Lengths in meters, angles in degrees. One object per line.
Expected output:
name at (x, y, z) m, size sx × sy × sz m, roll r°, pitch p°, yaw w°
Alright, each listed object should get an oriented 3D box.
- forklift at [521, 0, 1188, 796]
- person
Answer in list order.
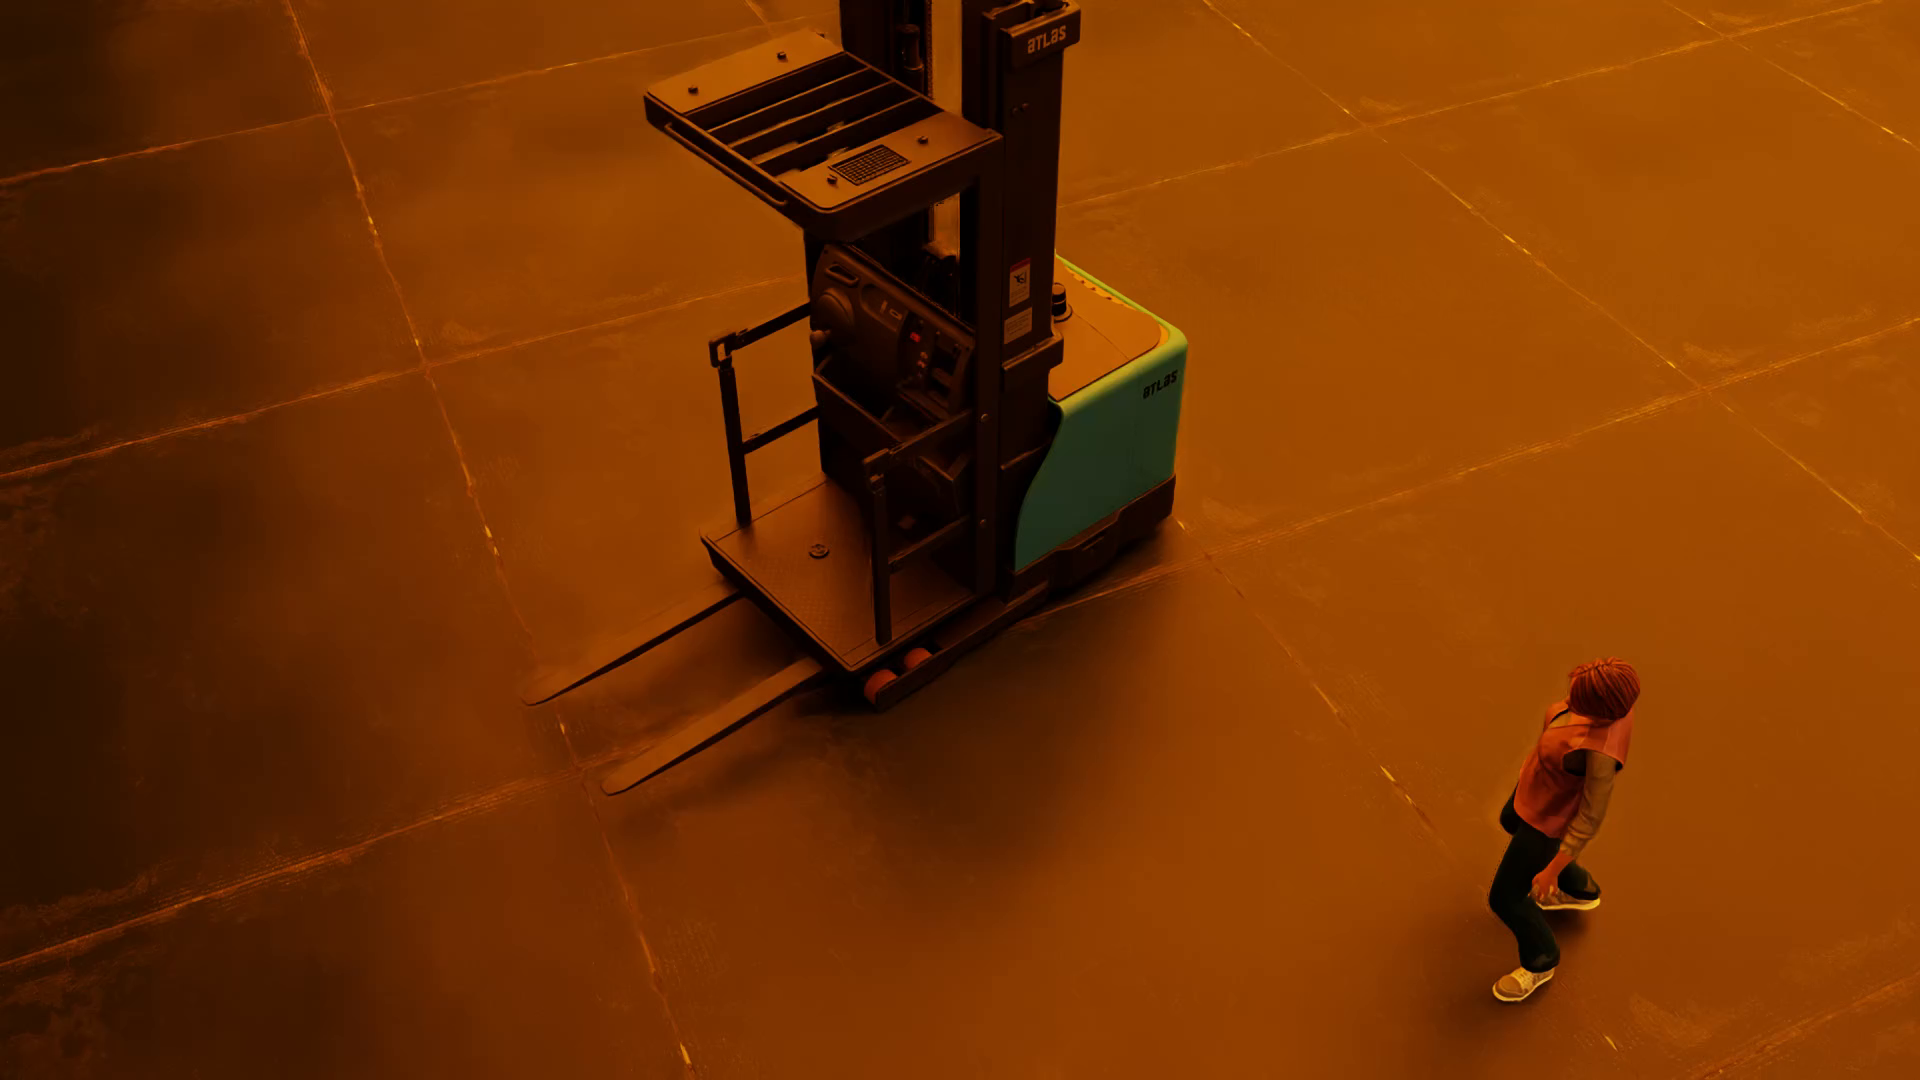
forklift at (-0.438, -0.766, 6.500) m, size 3.031 × 2.935 × 1.130 m, roll -31°, pitch 51°, yaw -29°
person at (2.149, 0.901, 5.753) m, size 0.437 × 1.524 × 0.744 m, roll 15°, pitch 45°, yaw 16°
